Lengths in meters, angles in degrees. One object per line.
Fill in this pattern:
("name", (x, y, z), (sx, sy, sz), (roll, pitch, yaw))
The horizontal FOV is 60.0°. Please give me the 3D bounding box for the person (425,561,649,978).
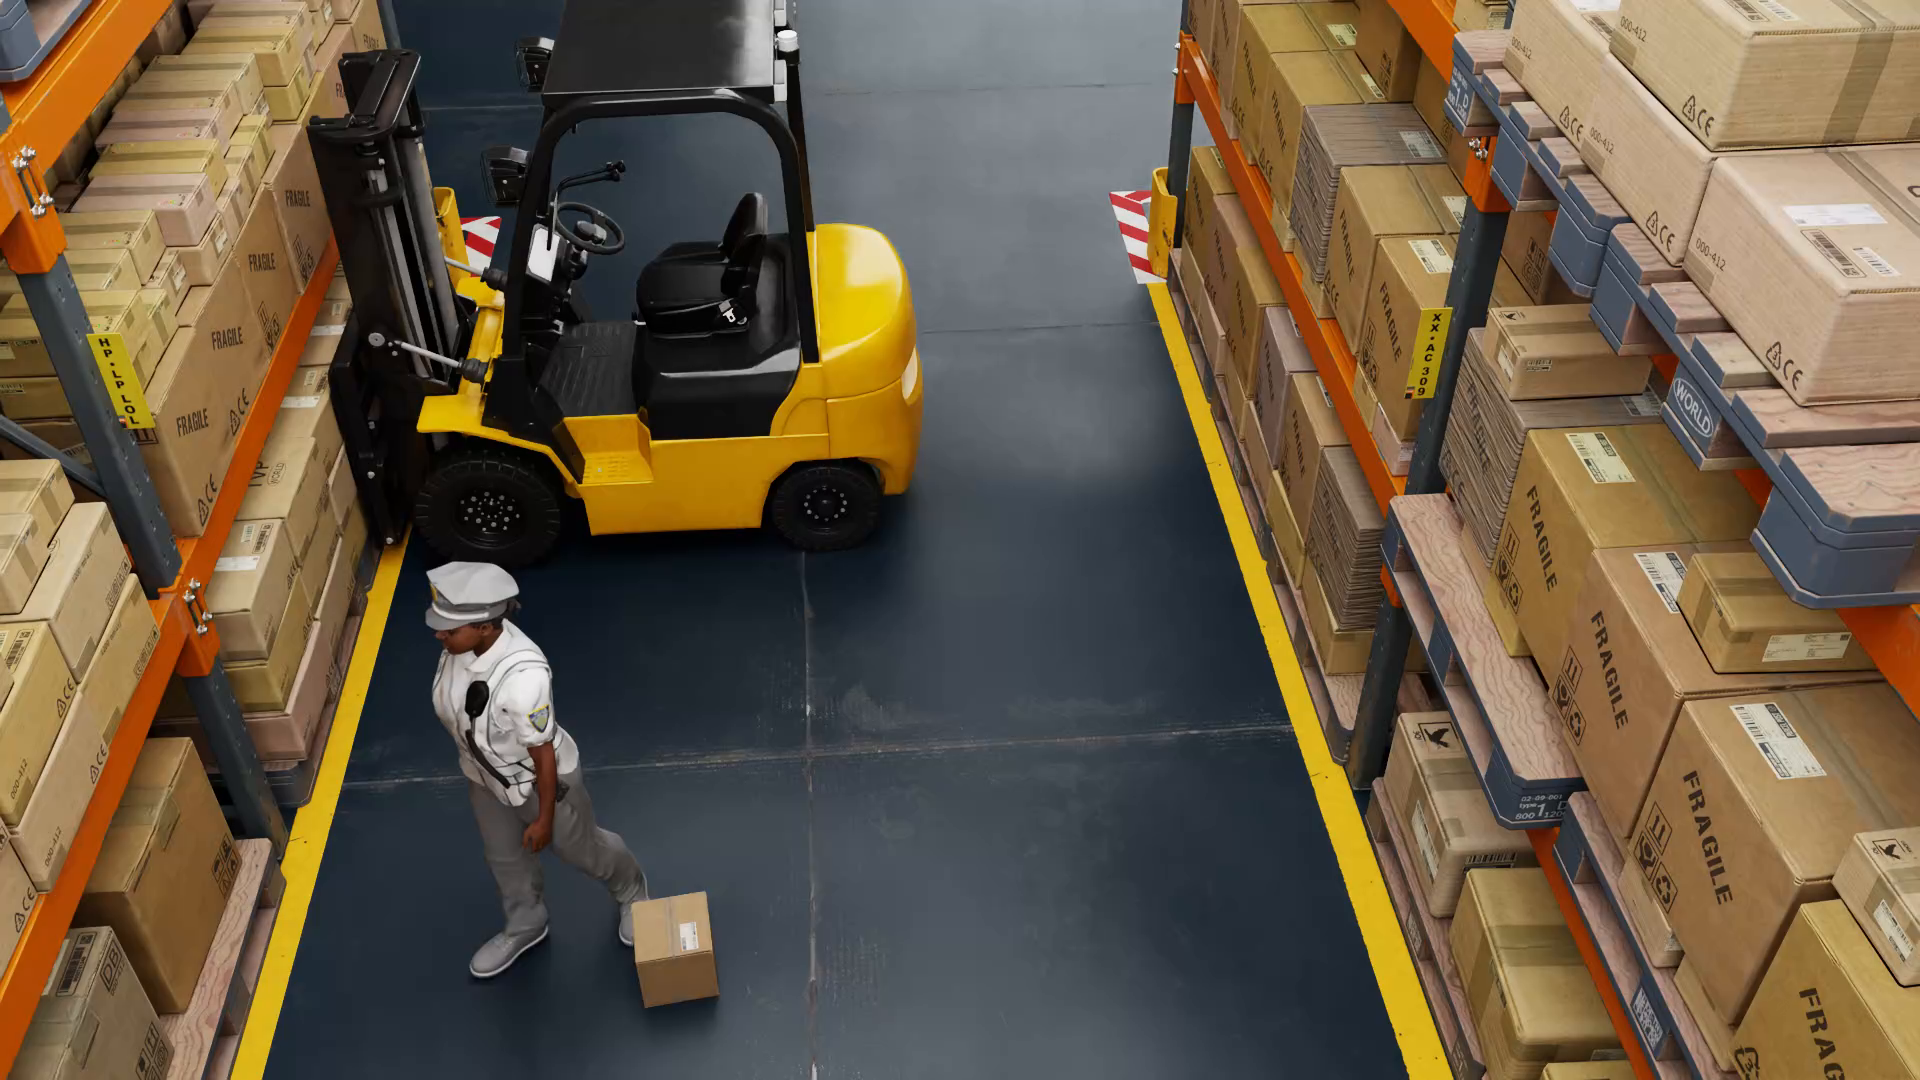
("person", (-1.357, 0.729, 5.234), (0.467, 1.680, 0.630), (27, 47, 29))
